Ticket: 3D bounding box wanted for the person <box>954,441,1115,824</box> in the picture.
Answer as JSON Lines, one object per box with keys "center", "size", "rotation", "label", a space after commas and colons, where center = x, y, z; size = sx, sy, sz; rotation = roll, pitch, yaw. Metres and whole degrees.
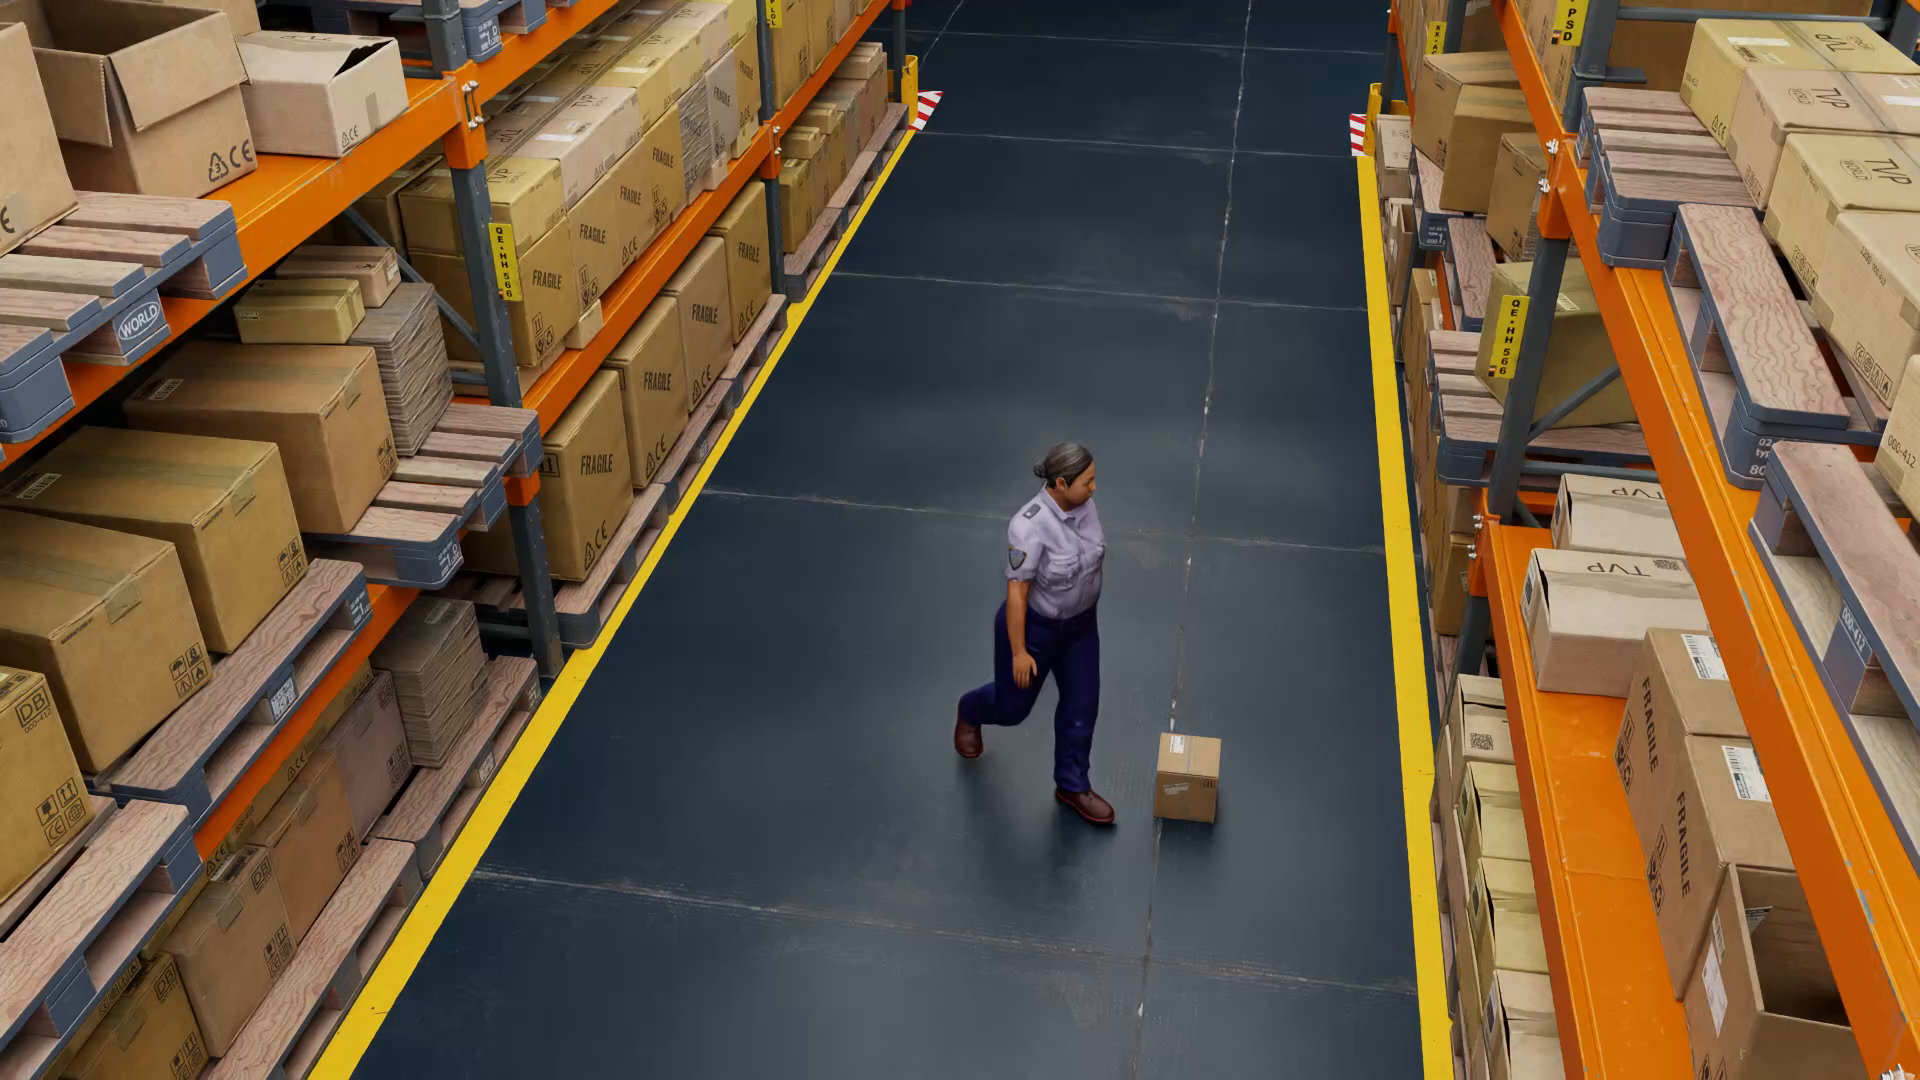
{"center": [0.314, 0.335, 6.641], "size": [0.541, 1.611, 0.847], "rotation": [-27, 41, -35], "label": "person"}
